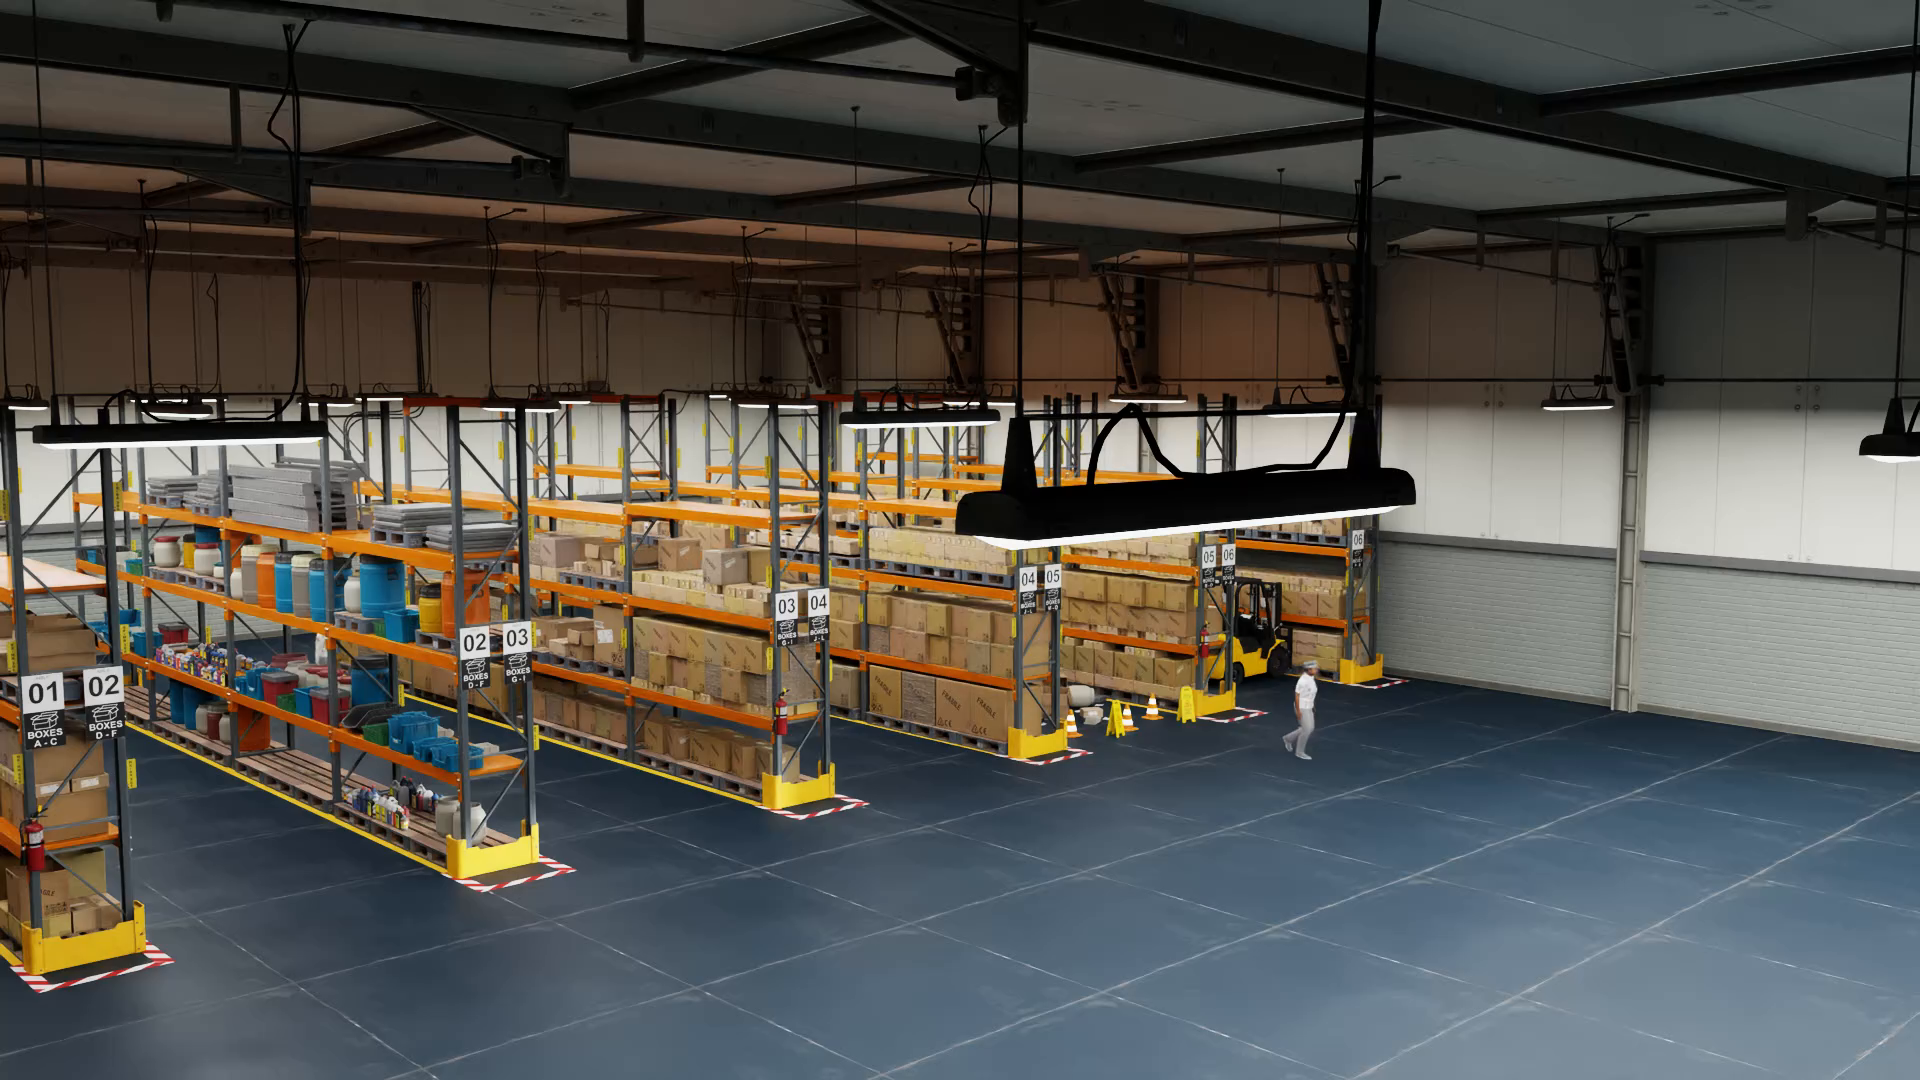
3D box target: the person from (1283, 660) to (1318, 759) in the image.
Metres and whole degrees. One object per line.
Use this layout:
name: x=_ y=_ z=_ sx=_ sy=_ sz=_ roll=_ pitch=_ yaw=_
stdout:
person: x=5.694 y=2.824 z=27.918 sx=0.583 sy=1.654 sz=0.510 roll=3 pitch=6 yaw=28

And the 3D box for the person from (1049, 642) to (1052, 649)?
person: x=2.073 y=1.881 z=37.466 sx=0.672 sy=1.682 sz=0.796 roll=-5 pitch=8 yaw=-43

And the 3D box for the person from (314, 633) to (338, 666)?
person: x=-12.403 y=2.340 z=32.632 sx=0.463 sy=1.669 sz=0.517 roll=3 pitch=6 yaw=31
